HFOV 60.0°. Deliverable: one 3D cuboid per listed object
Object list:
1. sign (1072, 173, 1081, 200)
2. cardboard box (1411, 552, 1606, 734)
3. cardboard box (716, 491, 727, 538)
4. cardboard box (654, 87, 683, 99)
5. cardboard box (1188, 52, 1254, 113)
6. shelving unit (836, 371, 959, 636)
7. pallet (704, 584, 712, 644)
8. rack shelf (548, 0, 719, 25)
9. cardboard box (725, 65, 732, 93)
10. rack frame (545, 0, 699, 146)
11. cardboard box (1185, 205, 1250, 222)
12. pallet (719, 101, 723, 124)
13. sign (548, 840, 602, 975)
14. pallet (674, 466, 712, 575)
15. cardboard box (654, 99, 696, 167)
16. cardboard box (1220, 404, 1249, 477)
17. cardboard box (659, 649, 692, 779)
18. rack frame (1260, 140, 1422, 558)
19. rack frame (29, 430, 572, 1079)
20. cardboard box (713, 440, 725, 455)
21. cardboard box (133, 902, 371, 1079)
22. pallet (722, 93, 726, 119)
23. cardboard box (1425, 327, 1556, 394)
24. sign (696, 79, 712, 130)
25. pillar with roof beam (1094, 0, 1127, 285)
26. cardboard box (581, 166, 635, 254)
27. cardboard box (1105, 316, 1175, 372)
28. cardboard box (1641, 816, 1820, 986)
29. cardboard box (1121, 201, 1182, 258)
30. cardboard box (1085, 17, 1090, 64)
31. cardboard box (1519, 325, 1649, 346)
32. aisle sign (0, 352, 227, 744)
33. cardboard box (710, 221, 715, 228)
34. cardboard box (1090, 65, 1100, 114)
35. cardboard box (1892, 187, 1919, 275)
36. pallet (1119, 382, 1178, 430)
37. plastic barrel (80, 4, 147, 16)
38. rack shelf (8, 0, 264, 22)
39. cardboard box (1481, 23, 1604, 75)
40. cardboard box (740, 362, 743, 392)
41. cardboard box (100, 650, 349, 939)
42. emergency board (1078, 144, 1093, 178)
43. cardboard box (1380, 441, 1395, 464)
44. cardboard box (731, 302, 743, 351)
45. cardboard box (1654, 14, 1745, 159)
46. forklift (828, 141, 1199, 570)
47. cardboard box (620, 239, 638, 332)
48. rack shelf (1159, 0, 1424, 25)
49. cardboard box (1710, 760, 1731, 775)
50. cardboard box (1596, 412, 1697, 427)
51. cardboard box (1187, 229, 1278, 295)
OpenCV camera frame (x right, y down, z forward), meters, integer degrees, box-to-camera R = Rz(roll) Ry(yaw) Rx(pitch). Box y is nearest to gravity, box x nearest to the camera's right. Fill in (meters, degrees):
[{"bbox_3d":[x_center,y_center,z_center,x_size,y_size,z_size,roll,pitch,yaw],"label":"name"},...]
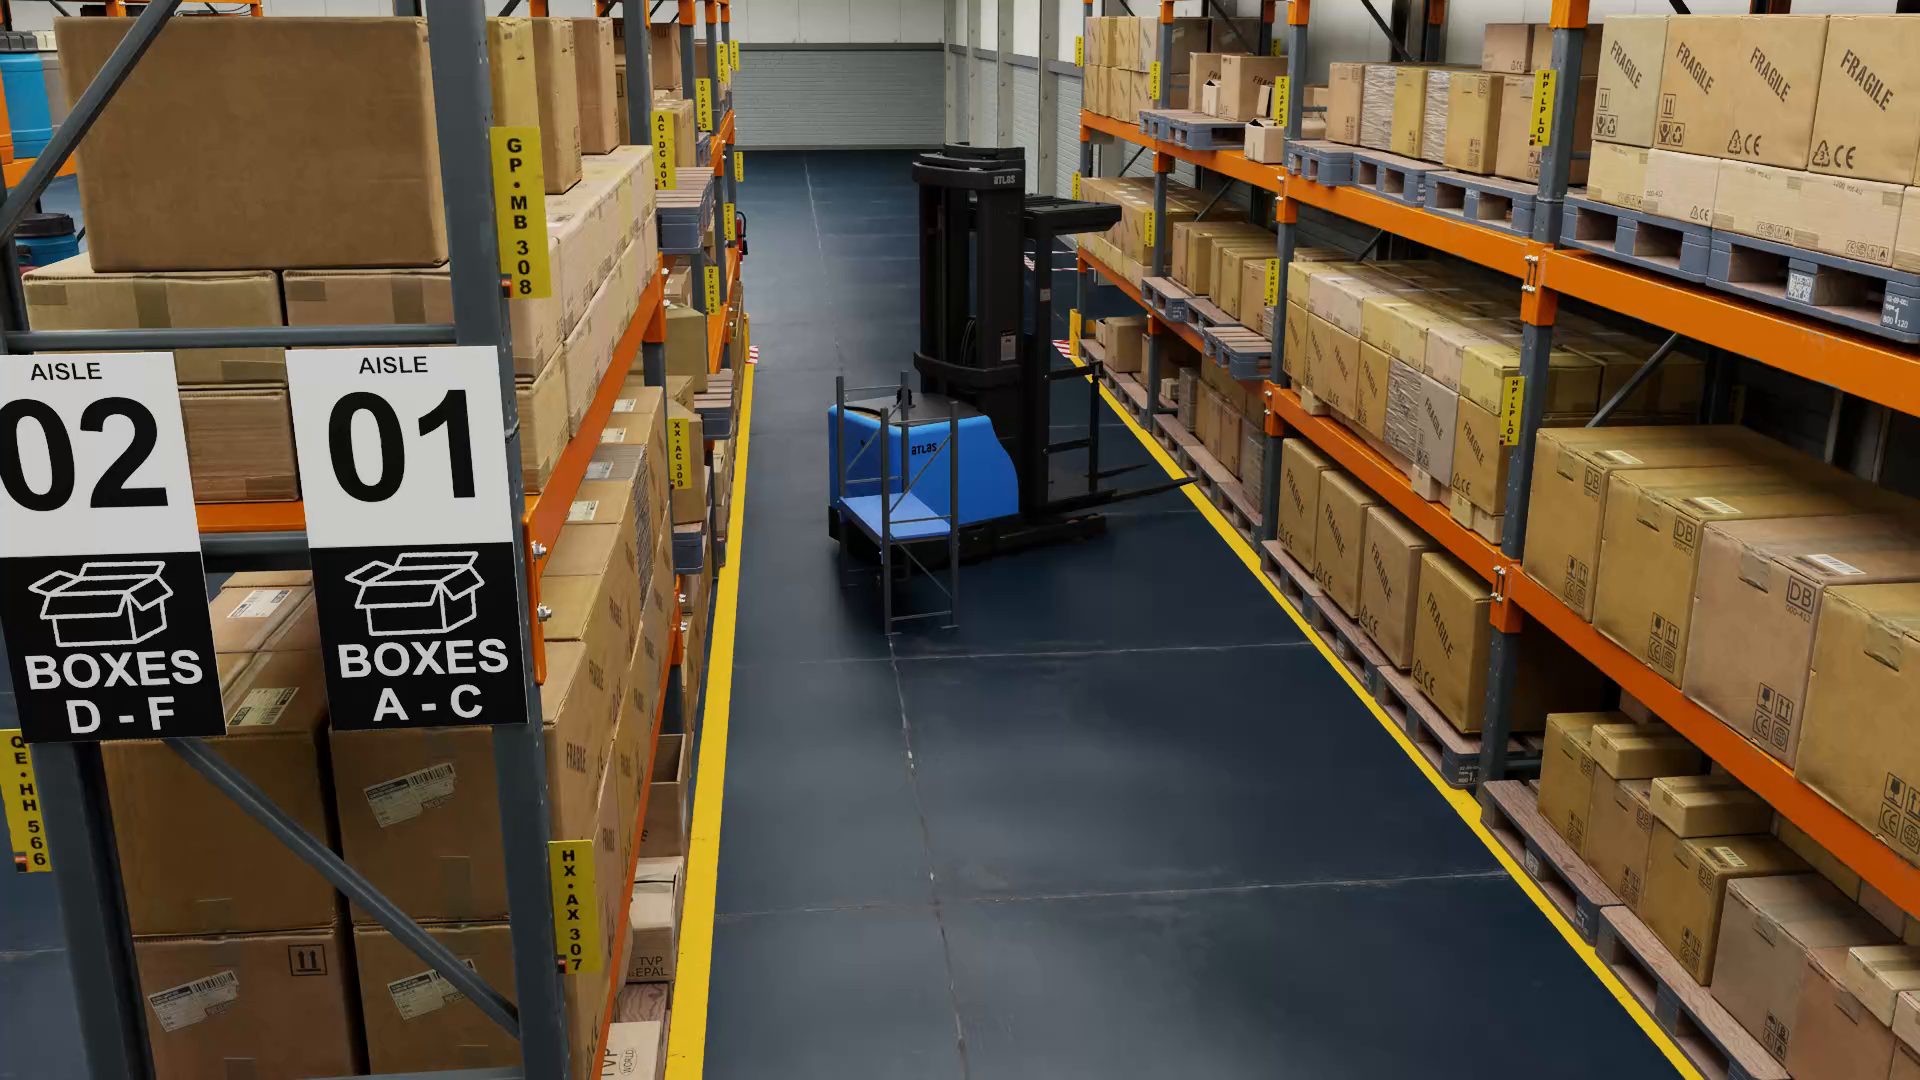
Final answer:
[{"bbox_3d":[1.349,-4.080,19.219,0.100,0.325,0.005,-2,18,-6],"label":"sign"},{"bbox_3d":[2.930,0.527,8.877,0.750,0.750,0.750,-2,17,-5],"label":"cardboard box"},{"bbox_3d":[-1.975,-0.199,12.194,0.500,0.250,0.500,-2,18,-6],"label":"cardboard box"},{"bbox_3d":[-2.512,-3.550,13.519,0.500,0.250,0.500,-3,18,-11],"label":"cardboard box"},{"bbox_3d":[2.278,-4.006,14.552,0.500,0.500,0.500,1,17,2],"label":"cardboard box"},{"bbox_3d":[-0.423,-0.269,11.029,0.538,1.500,1.048,-6,18,-19],"label":"shelving unit"},{"bbox_3d":[-2.173,0.408,11.024,1.003,0.211,1.213,-2,18,-6],"label":"pallet"},{"bbox_3d":[-2.419,-4.070,12.486,1.077,0.370,4.000,-2,18,-6],"label":"rack shelf"},{"bbox_3d":[-2.600,-4.684,16.797,0.500,0.311,0.500,0,17,1],"label":"cardboard box"},{"bbox_3d":[-2.213,-4.008,10.420,1.000,3.000,0.127,-2,18,-6],"label":"rack frame"},{"bbox_3d":[2.461,-2.934,15.980,0.500,0.500,0.500,-2,18,-7],"label":"cardboard box"},{"bbox_3d":[-2.739,-3.980,15.486,1.003,0.211,1.213,-2,18,-6],"label":"pallet"},{"bbox_3d":[-0.848,0.808,3.651,0.100,0.325,0.005,-2,18,-6],"label":"sign"},{"bbox_3d":[-1.774,-0.104,8.321,1.003,0.211,1.213,-2,18,-6],"label":"pallet"},{"bbox_3d":[-2.134,-2.496,10.444,0.910,0.500,0.500,-2,18,-6],"label":"cardboard box"},{"bbox_3d":[2.571,-0.834,13.766,0.700,0.500,0.500,-2,18,-6],"label":"cardboard box"},{"bbox_3d":[-1.608,0.877,8.314,0.500,0.500,0.500,-3,18,-8],"label":"cardboard box"},{"bbox_3d":[2.714,-1.300,11.810,1.000,3.000,0.127,-2,18,-6],"label":"rack frame"},{"bbox_3d":[-1.388,1.238,3.727,1.000,3.000,0.127,-2,18,-6],"label":"rack frame"},{"bbox_3d":[-2.037,-0.623,12.607,0.500,0.311,0.500,-2,18,-7],"label":"cardboard box"},{"bbox_3d":[-1.705,1.065,4.110,0.500,0.500,0.500,-1,17,-4],"label":"cardboard box"},{"bbox_3d":[-2.862,-4.342,16.641,1.003,0.211,1.213,-2,18,-6],"label":"pallet"},{"bbox_3d":[2.781,-0.949,8.743,0.500,0.250,0.500,-1,17,-4],"label":"cardboard box"},{"bbox_3d":[-1.673,-2.840,10.844,0.100,0.325,0.005,-2,18,-6],"label":"sign"},{"bbox_3d":[-2.079,-8.018,23.194,9.100,9.000,0.400,-2,18,-6],"label":"pillar with roof beam"},{"bbox_3d":[-1.383,-1.118,5.637,0.500,0.250,0.500,-2,18,-6],"label":"cardboard box"},{"bbox_3d":[1.955,-2.102,17.803,0.700,0.500,0.500,-3,18,-9],"label":"cardboard box"},{"bbox_3d":[3.201,1.413,6.641,0.700,0.500,0.500,-1,17,-4],"label":"cardboard box"},{"bbox_3d":[1.888,-3.067,16.404,0.500,0.500,0.500,-2,18,-6],"label":"cardboard box"},{"bbox_3d":[1.687,-5.527,18.395,0.500,0.500,0.500,-3,18,-10],"label":"cardboard box"},{"bbox_3d":[3.278,-0.966,8.797,0.500,0.250,0.500,-2,17,-5],"label":"cardboard box"},{"bbox_3d":[-1.685,0.027,3.243,0.394,0.787,0.004,-2,18,-6],"label":"aisle sign"},{"bbox_3d":[-2.515,-2.932,15.760,0.380,0.149,0.250,-2,18,-7],"label":"cardboard box"},{"bbox_3d":[1.695,-4.903,18.080,0.500,0.500,0.500,-1,17,-2],"label":"cardboard box"},{"bbox_3d":[3.145,-0.889,4.876,0.500,0.250,0.500,-2,18,-8],"label":"cardboard box"},{"bbox_3d":[2.197,-1.360,16.657,1.003,0.211,1.213,-2,18,-6],"label":"pallet"},{"bbox_3d":[-7.549,-4.356,14.999,0.600,0.901,0.708,-2,18,-6],"label":"plastic barrel"},{"bbox_3d":[-7.759,-5.110,15.798,1.077,0.370,4.000,-2,18,-6],"label":"rack shelf"},{"bbox_3d":[3.094,-2.585,8.742,0.500,0.250,0.500,-2,18,-7],"label":"cardboard box"},{"bbox_3d":[-2.465,-1.672,16.884,0.500,0.250,0.500,-2,18,-6],"label":"cardboard box"},{"bbox_3d":[-1.707,0.589,3.958,0.500,0.500,0.500,-2,18,-6],"label":"cardboard box"},{"bbox_3d":[1.986,-6.027,26.866,0.194,1.169,0.643,-2,18,-6],"label":"emergency board"},{"bbox_3d":[2.707,-0.549,9.805,0.380,0.149,0.250,-1,17,-4],"label":"cardboard box"},{"bbox_3d":[-2.519,-2.178,17.246,0.500,0.500,0.500,-2,18,-6],"label":"cardboard box"},{"bbox_3d":[2.980,-1.700,6.206,0.500,0.500,0.500,-2,18,-7],"label":"cardboard box"},{"bbox_3d":[0.512,-1.505,12.578,3.031,2.935,1.130,-12,21,-33],"label":"forklift"},{"bbox_3d":[-1.384,-0.879,5.712,0.500,0.250,0.500,-2,18,-6],"label":"cardboard box"},{"bbox_3d":[2.508,-4.224,12.977,1.077,0.370,4.000,-2,18,-6],"label":"rack shelf"},{"bbox_3d":[3.368,0.987,6.916,0.380,0.149,0.250,-2,18,-7],"label":"cardboard box"},{"bbox_3d":[3.330,-0.452,8.413,0.500,0.500,0.500,-2,18,-8],"label":"cardboard box"},{"bbox_3d":[2.371,-2.430,14.508,0.700,0.500,0.500,0,17,0],"label":"cardboard box"}]
